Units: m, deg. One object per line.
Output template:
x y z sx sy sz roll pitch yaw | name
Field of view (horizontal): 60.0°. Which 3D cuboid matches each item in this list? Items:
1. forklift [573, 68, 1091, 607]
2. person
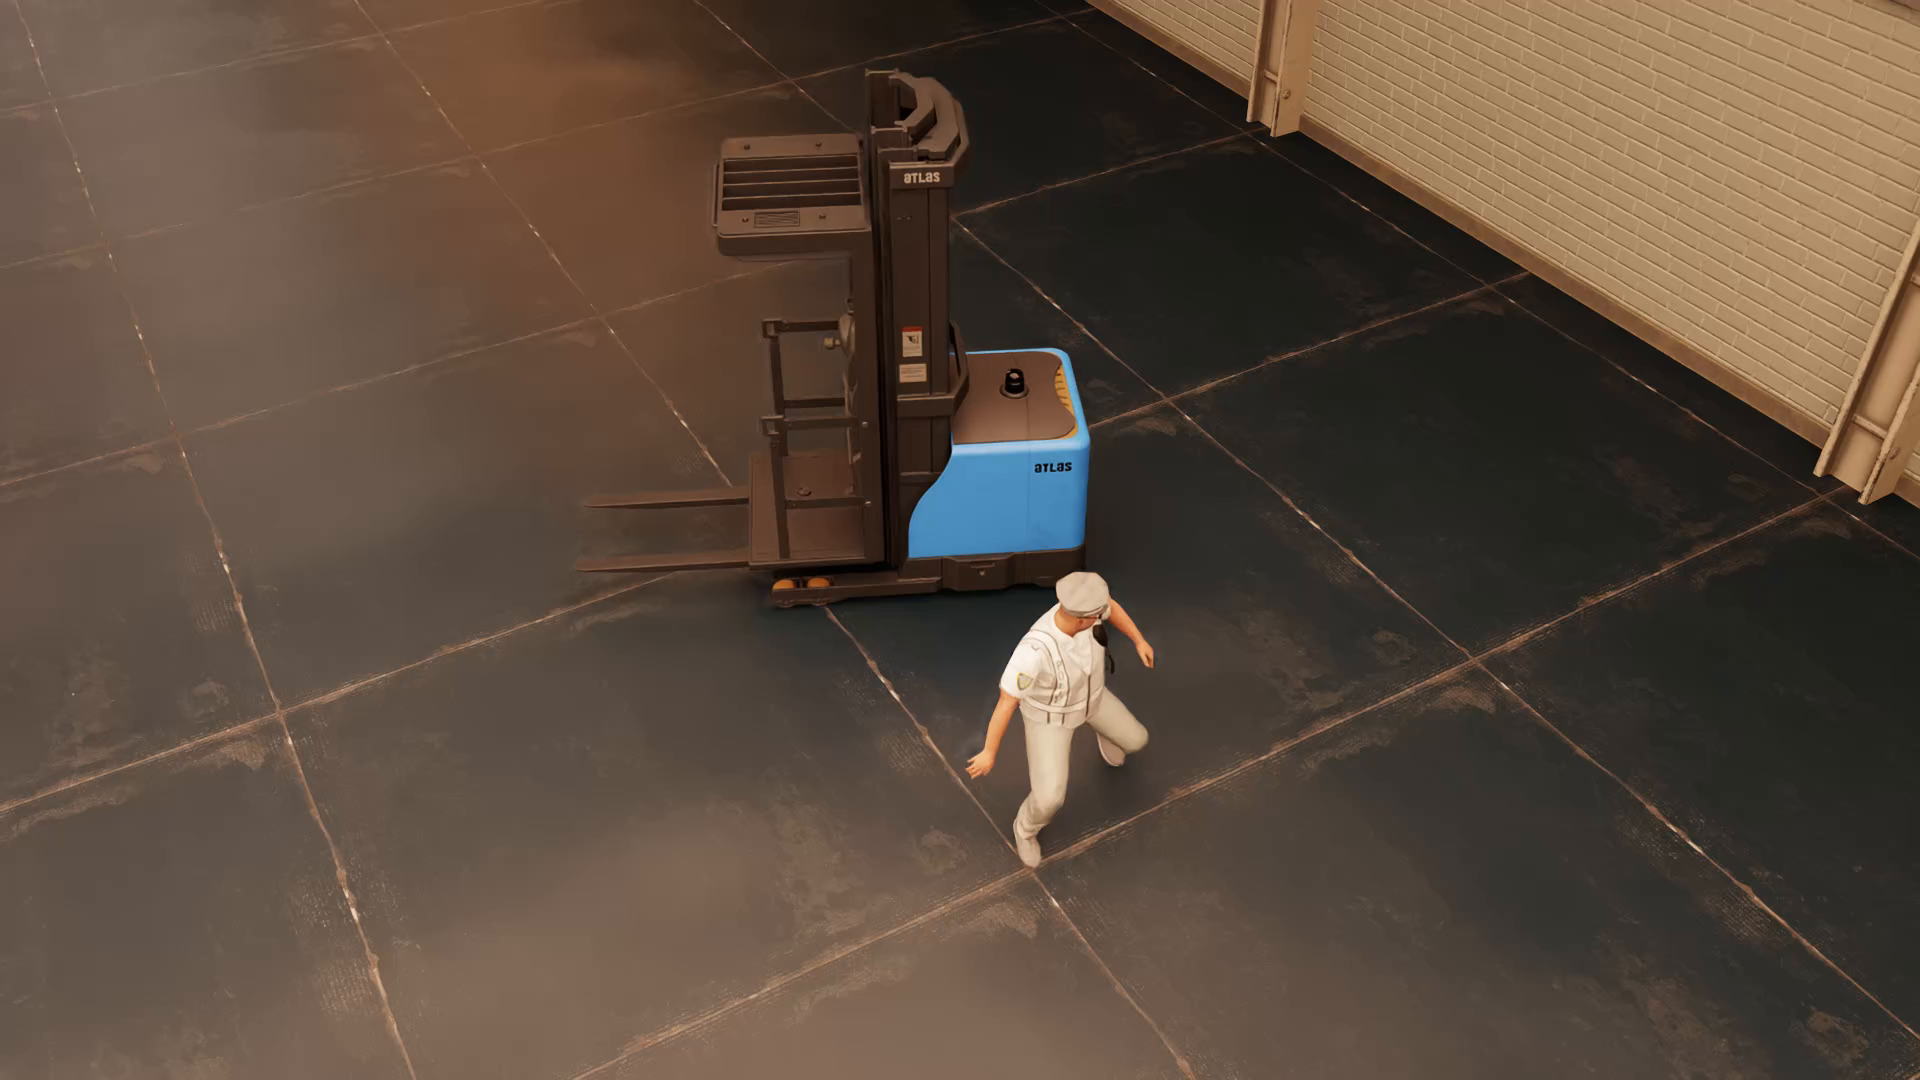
-0.796 -1.083 9.342 3.031 2.935 1.130 -3 40 -4 | forklift
0.498 0.827 8.131 1.141 1.643 0.510 -28 47 -29 | person
